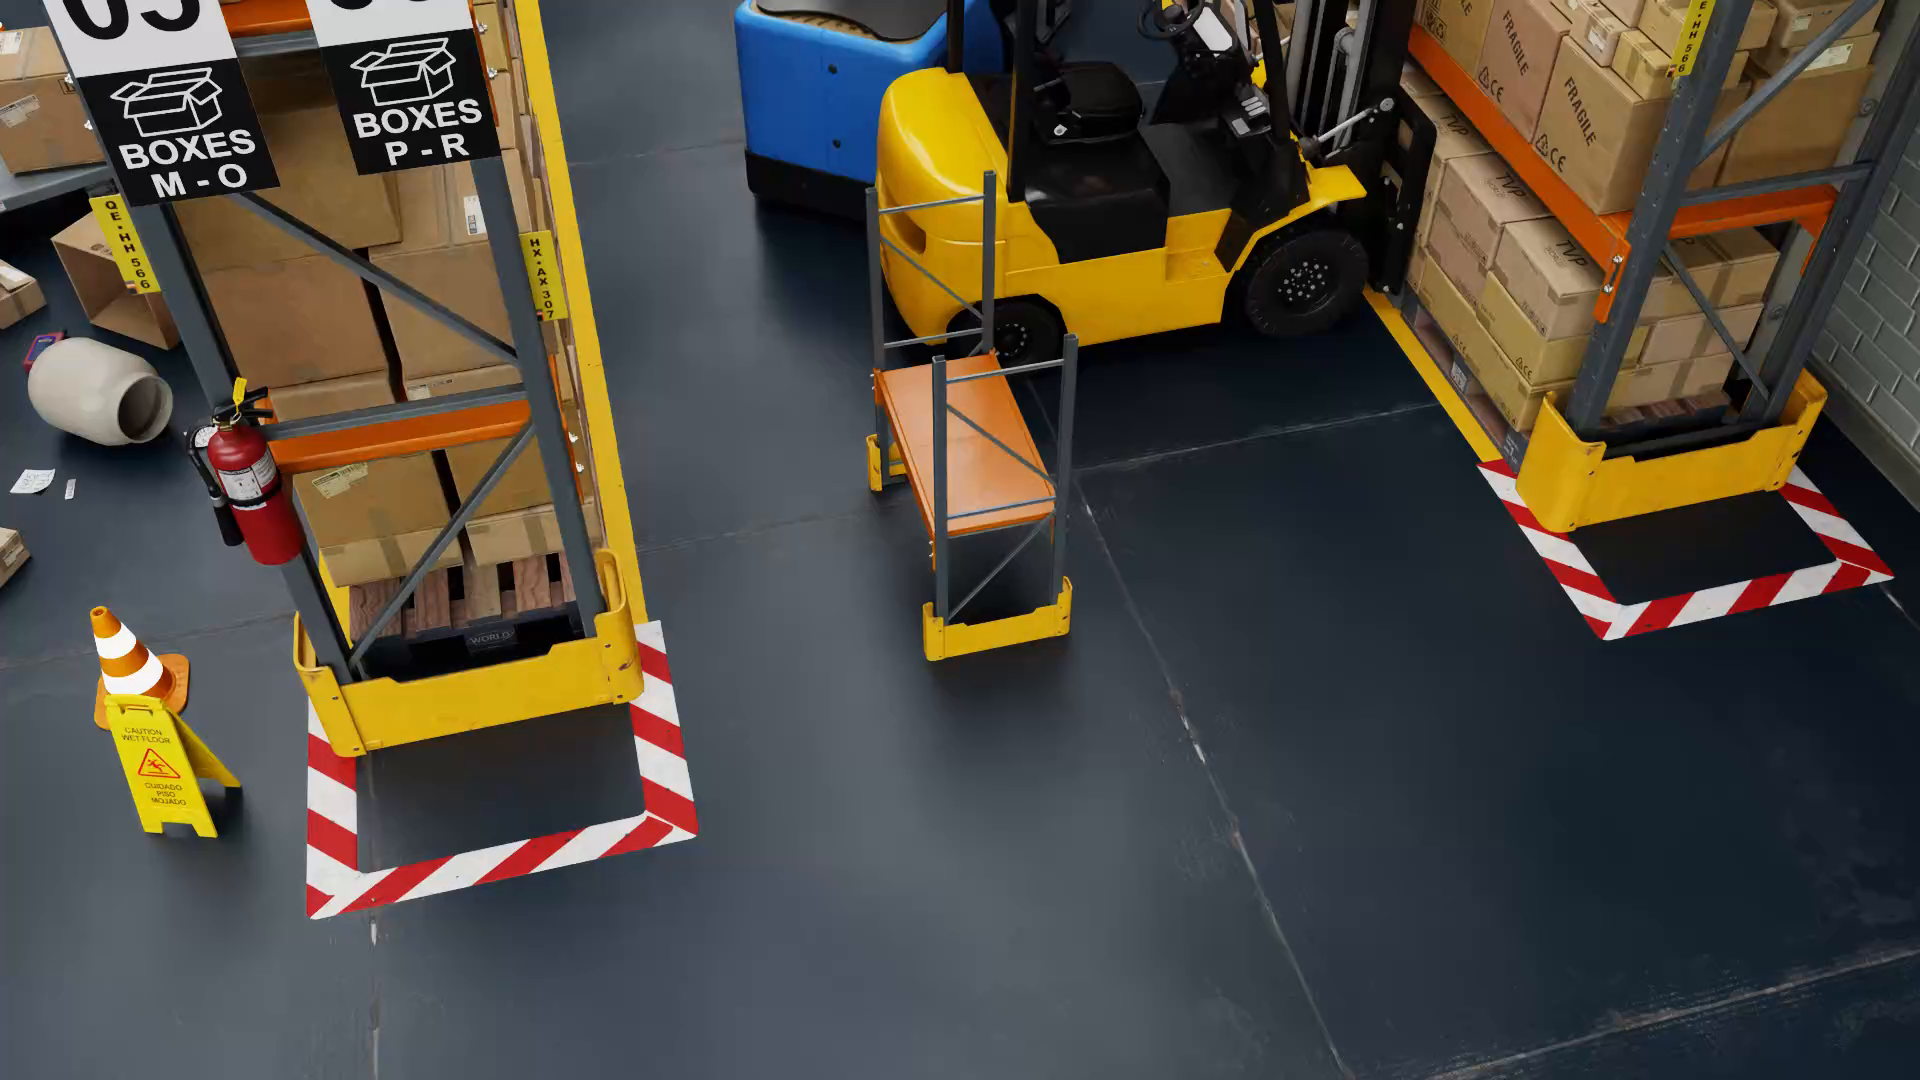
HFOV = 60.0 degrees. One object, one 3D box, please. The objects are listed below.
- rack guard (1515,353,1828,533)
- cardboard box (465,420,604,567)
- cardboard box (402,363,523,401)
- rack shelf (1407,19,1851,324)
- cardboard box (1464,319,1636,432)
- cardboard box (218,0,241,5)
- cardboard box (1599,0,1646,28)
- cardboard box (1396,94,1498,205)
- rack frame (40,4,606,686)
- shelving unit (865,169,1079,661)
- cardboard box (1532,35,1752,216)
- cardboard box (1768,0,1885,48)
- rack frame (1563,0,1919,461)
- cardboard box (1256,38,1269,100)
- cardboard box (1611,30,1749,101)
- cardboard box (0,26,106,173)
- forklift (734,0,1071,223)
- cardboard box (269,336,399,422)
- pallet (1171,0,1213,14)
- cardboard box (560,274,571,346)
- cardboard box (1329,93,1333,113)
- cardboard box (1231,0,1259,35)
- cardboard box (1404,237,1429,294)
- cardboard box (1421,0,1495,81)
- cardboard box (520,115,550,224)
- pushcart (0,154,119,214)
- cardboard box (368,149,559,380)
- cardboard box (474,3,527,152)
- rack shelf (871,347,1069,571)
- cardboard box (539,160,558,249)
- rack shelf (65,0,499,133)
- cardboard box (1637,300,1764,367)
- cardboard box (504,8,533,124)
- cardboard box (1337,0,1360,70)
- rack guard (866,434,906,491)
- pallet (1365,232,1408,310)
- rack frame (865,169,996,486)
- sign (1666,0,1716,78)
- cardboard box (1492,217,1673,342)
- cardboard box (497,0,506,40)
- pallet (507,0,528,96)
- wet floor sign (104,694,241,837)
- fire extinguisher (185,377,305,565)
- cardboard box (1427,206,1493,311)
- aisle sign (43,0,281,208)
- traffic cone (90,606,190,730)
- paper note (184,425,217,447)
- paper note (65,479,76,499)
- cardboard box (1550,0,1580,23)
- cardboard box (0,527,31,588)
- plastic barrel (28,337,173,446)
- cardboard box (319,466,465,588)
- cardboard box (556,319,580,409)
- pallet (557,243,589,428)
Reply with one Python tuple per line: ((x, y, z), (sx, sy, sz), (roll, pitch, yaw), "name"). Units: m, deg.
((3.005, -0.420, 7.062), (1.175, 0.500, 0.348), (-11, 47, -10), "rack guard")
((-1.737, -0.193, 6.721), (0.500, 0.250, 0.500), (-11, 47, -11), "cardboard box")
((-1.685, -0.586, 5.650), (0.380, 0.149, 0.250), (-11, 47, -10), "cardboard box")
((2.487, -2.440, 7.796), (1.077, 0.370, 4.000), (-11, 47, -10), "rack shelf")
((2.573, -0.762, 7.279), (0.500, 0.250, 0.500), (-10, 46, -10), "cardboard box")
((-2.160, -1.558, 4.503), (0.380, 0.149, 0.250), (-11, 47, -10), "cardboard box")
((2.610, -2.051, 6.178), (0.380, 0.149, 0.250), (-11, 47, -10), "cardboard box")
((2.304, -1.805, 7.600), (0.500, 0.250, 0.500), (-10, 46, -10), "cardboard box")
((-1.798, -0.401, 5.294), (1.000, 3.000, 0.127), (-11, 47, -10), "rack frame")
((0.020, -0.472, 6.414), (0.587, 1.500, 1.083), (-11, 47, -10), "shelving unit")
((2.619, -1.638, 6.436), (0.500, 0.500, 0.500), (-12, 47, -11), "cardboard box")
((3.120, -1.948, 6.077), (0.380, 0.149, 0.250), (-12, 47, -11), "cardboard box")
((2.999, -1.311, 6.186), (1.000, 3.000, 0.127), (-11, 47, -10), "rack frame")
((1.924, -2.515, 8.997), (0.500, 0.250, 0.500), (-12, 47, -11), "cardboard box")
((2.639, -1.761, 6.102), (0.380, 0.149, 0.250), (-10, 46, -10), "cardboard box")
((-4.535, -2.207, 8.283), (0.500, 0.500, 0.500), (-11, 47, -10), "cardboard box")
((-0.052, -3.639, 8.514), (1.130, 2.935, 3.031), (17, 48, 16), "forklift")
((-2.101, -0.532, 5.598), (0.380, 0.149, 0.250), (-9, 46, -9), "cardboard box")
((1.749, -3.598, 10.379), (1.003, 0.211, 1.213), (-11, 47, -10), "pallet")
((-2.013, -0.921, 7.435), (0.500, 0.250, 0.500), (-8, 46, -8), "cardboard box")
((2.049, -2.345, 8.480), (0.500, 0.250, 0.500), (-11, 47, -11), "cardboard box")
((1.800, -3.042, 9.163), (0.500, 0.250, 0.500), (-11, 47, -11), "cardboard box")
((2.336, -1.455, 7.957), (0.500, 0.250, 0.500), (-10, 46, -10), "cardboard box")
((2.364, -2.352, 7.135), (0.500, 0.500, 0.500), (-12, 47, -11), "cardboard box")
((-2.148, -1.547, 7.523), (0.500, 0.500, 0.500), (-8, 46, -8), "cardboard box")
((-5.014, -1.793, 8.494), (1.648, 0.377, 0.936), (-26, 51, -24), "pushcart")
((-1.651, -0.918, 5.522), (0.500, 0.500, 0.500), (-11, 47, -11), "cardboard box")
((-1.919, -1.626, 6.216), (0.500, 0.500, 0.500), (-12, 47, -11), "cardboard box")
((0.022, -0.340, 6.536), (0.538, 0.185, 1.000), (-11, 47, -10), "rack shelf")
((-2.265, -1.622, 8.122), (0.500, 0.250, 0.500), (-12, 47, -11), "cardboard box")
((-2.310, -2.580, 5.832), (1.077, 0.370, 4.000), (-11, 47, -10), "rack shelf")
((3.079, -1.033, 7.194), (0.500, 0.250, 0.500), (-10, 46, -10), "cardboard box")
((-2.411, -2.250, 8.212), (0.500, 0.500, 0.500), (-11, 47, -11), "cardboard box")
((2.055, -2.520, 8.301), (0.500, 0.250, 0.500), (-9, 46, -9), "cardboard box")
((-0.108, -0.379, 7.197), (0.587, 0.250, 0.087), (-11, 47, -10), "rack guard")
((2.454, -1.696, 8.515), (1.003, 0.211, 1.213), (-11, 47, -10), "pallet")
((-0.108, -0.817, 6.751), (0.500, 1.500, 0.032), (-11, 47, -10), "rack frame")
((2.471, -1.710, 5.600), (0.100, 0.325, 0.005), (-11, 47, -10), "sign")
((2.580, -1.107, 6.916), (0.500, 0.250, 0.500), (-9, 46, -9), "cardboard box")
((-2.193, -2.329, 6.905), (0.500, 0.500, 0.500), (-10, 46, -9), "cardboard box")
((-3.023, -2.724, 9.522), (1.003, 0.211, 1.213), (-11, 47, -10), "pallet")
((-2.784, 0.750, 5.814), (0.267, 0.644, 0.232), (4, 46, 4), "wet floor sign")
((-2.214, -0.211, 5.161), (0.296, 0.674, 0.183), (-11, 47, -10), "fire extinguisher")
((2.454, -1.298, 7.454), (0.500, 0.250, 0.500), (-11, 47, -11), "cardboard box")
((-2.063, -1.215, 4.271), (0.394, 0.787, 0.004), (-11, 47, -10), "aisle sign")
((-3.155, 0.426, 6.259), (0.336, 0.463, 0.334), (-11, 47, -10), "traffic cone")
((-3.384, -0.473, 7.443), (0.142, 0.019, 0.148), (-26, 51, -24), "paper note")
((-3.858, -0.221, 7.210), (0.032, 0.001, 0.123), (-11, 47, -10), "paper note")
((2.538, -2.123, 6.457), (0.380, 0.149, 0.250), (-10, 46, -10), "cardboard box")
((-4.086, 0.062, 6.836), (0.380, 0.149, 0.250), (11, 47, 11), "cardboard box")
((-3.791, -0.649, 7.340), (0.512, 0.421, 0.421), (19, 48, 17), "plastic barrel")
((-2.271, -0.111, 6.641), (0.500, 0.250, 0.500), (-11, 47, -11), "cardboard box")
((-1.882, -0.832, 6.822), (0.500, 0.500, 0.500), (-12, 47, -12), "cardboard box")
((-2.300, -0.886, 7.721), (1.003, 0.211, 1.213), (-11, 47, -10), "pallet")
